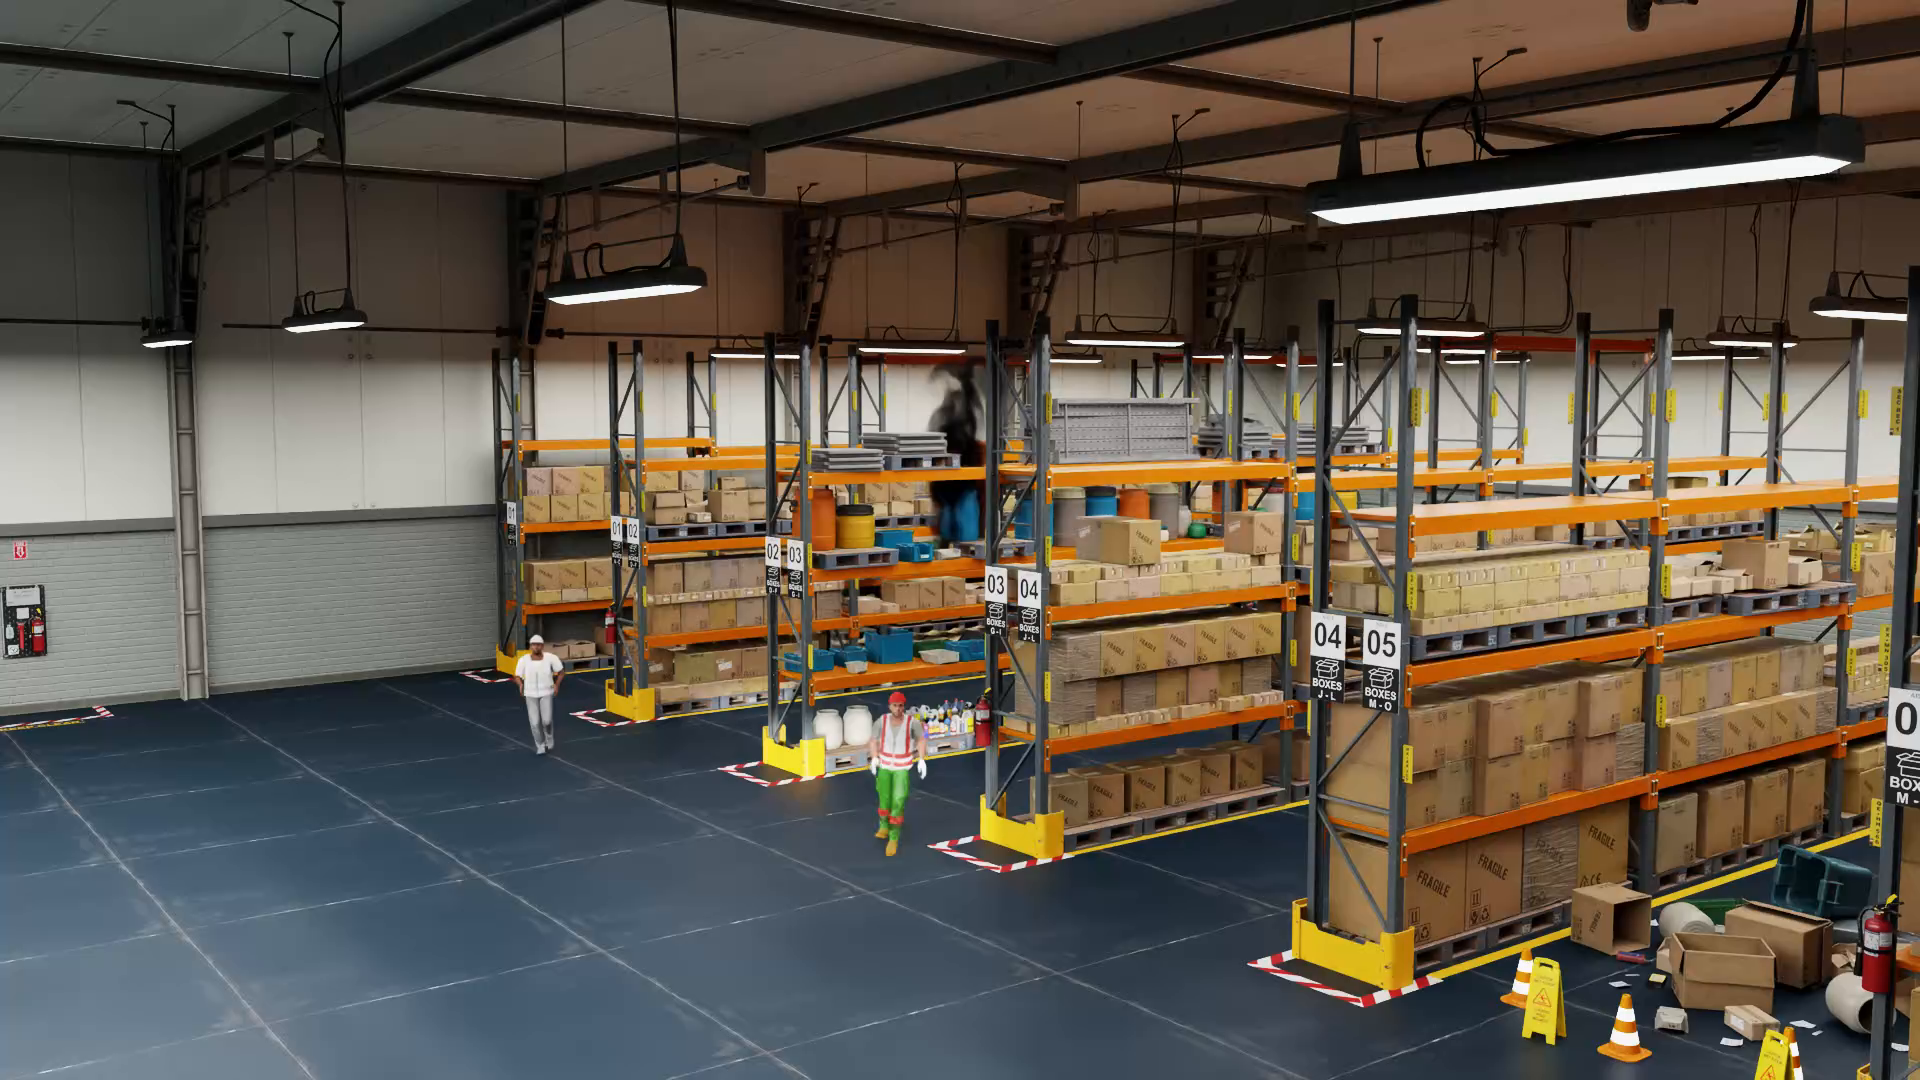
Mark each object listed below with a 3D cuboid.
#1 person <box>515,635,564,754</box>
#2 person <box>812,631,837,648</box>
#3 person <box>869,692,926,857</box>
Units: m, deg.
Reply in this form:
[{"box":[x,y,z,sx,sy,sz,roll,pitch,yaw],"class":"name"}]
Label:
[{"box":[-6.011,2.214,23.741,0.674,1.721,0.569,-1,5,-7],"class":"person"},{"box":[-2.571,1.536,31.527,0.699,1.748,0.673,-4,6,-38],"class":"person"},{"box":[-0.710,2.604,18.851,0.645,1.818,0.721,1,5,10],"class":"person"}]
